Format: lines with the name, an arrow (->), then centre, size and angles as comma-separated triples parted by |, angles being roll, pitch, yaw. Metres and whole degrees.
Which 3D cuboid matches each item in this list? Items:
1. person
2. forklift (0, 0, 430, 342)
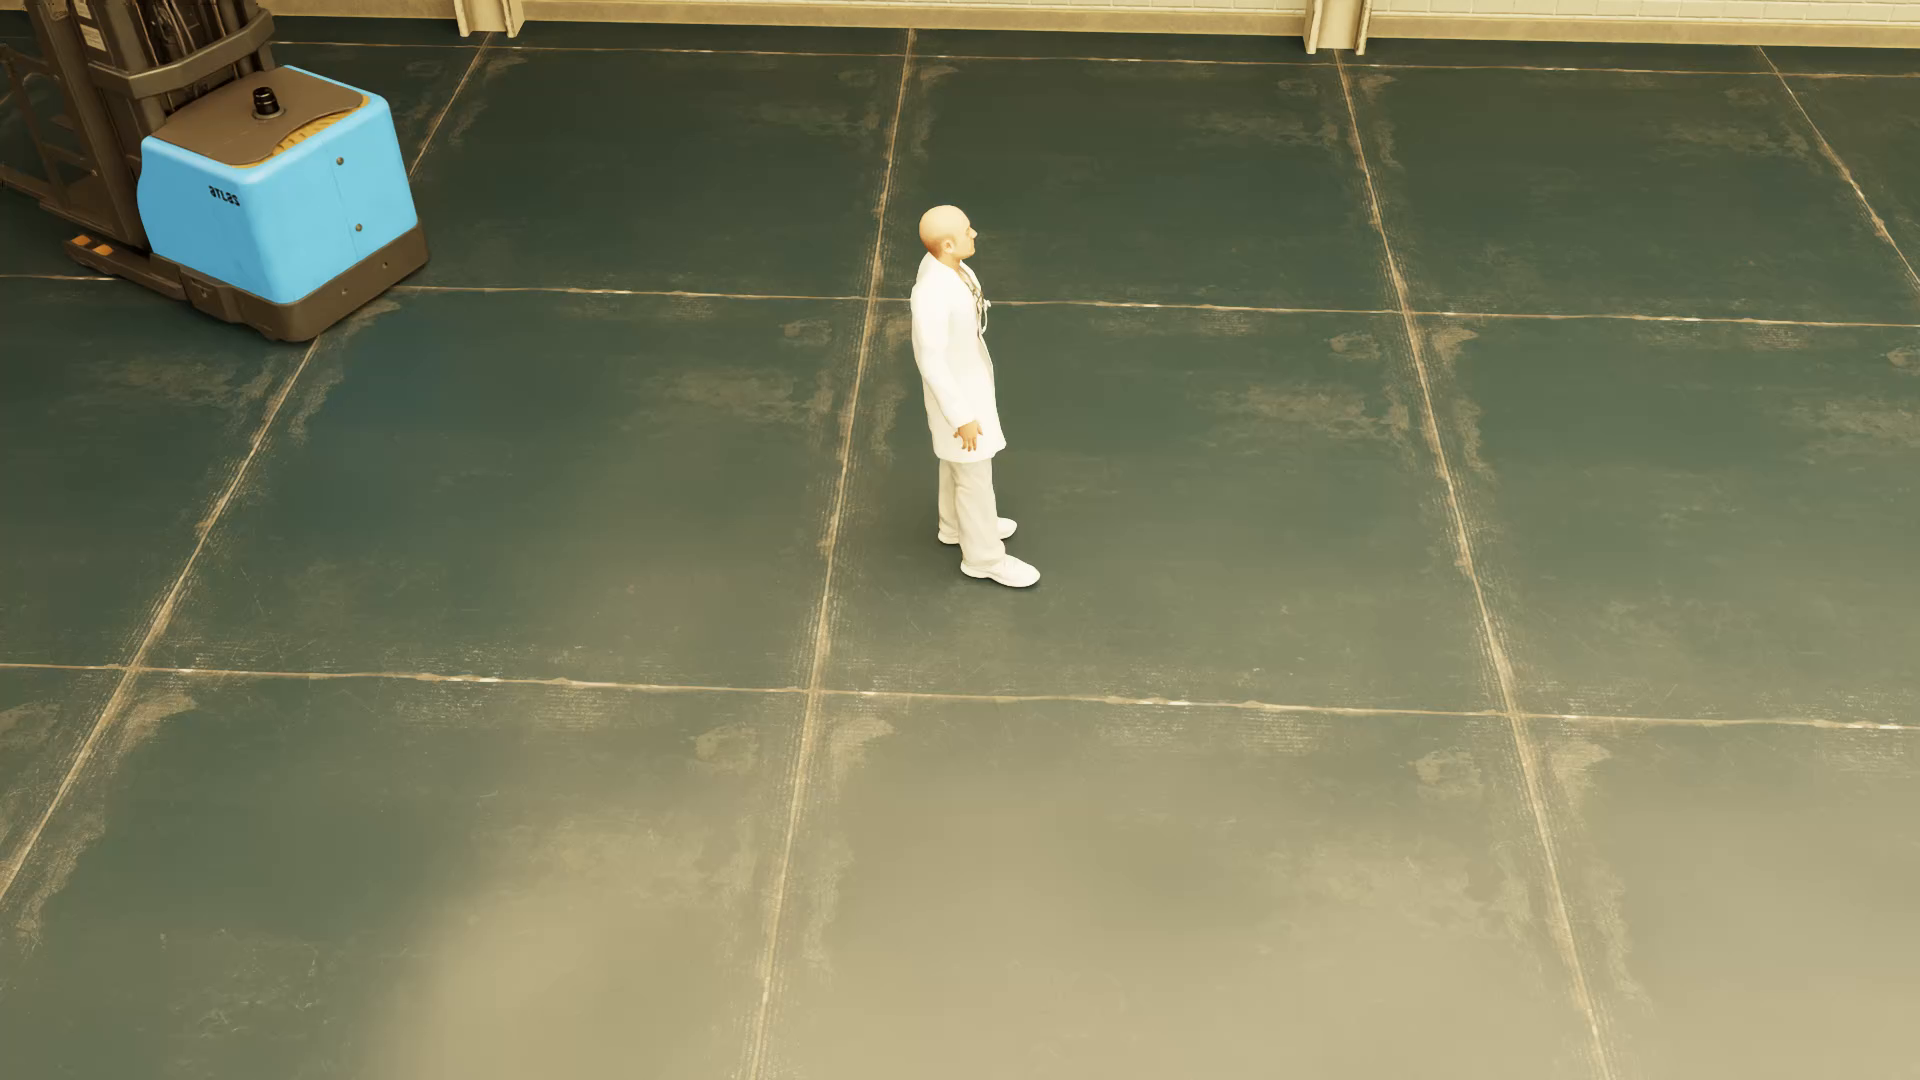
person -> 0.090, -0.656, 7.305 | 0.581, 1.776, 0.696 | 2, 42, 2
forklift -> -4.589, -2.896, 8.915 | 3.031, 2.935, 1.130 | 22, 47, 22
